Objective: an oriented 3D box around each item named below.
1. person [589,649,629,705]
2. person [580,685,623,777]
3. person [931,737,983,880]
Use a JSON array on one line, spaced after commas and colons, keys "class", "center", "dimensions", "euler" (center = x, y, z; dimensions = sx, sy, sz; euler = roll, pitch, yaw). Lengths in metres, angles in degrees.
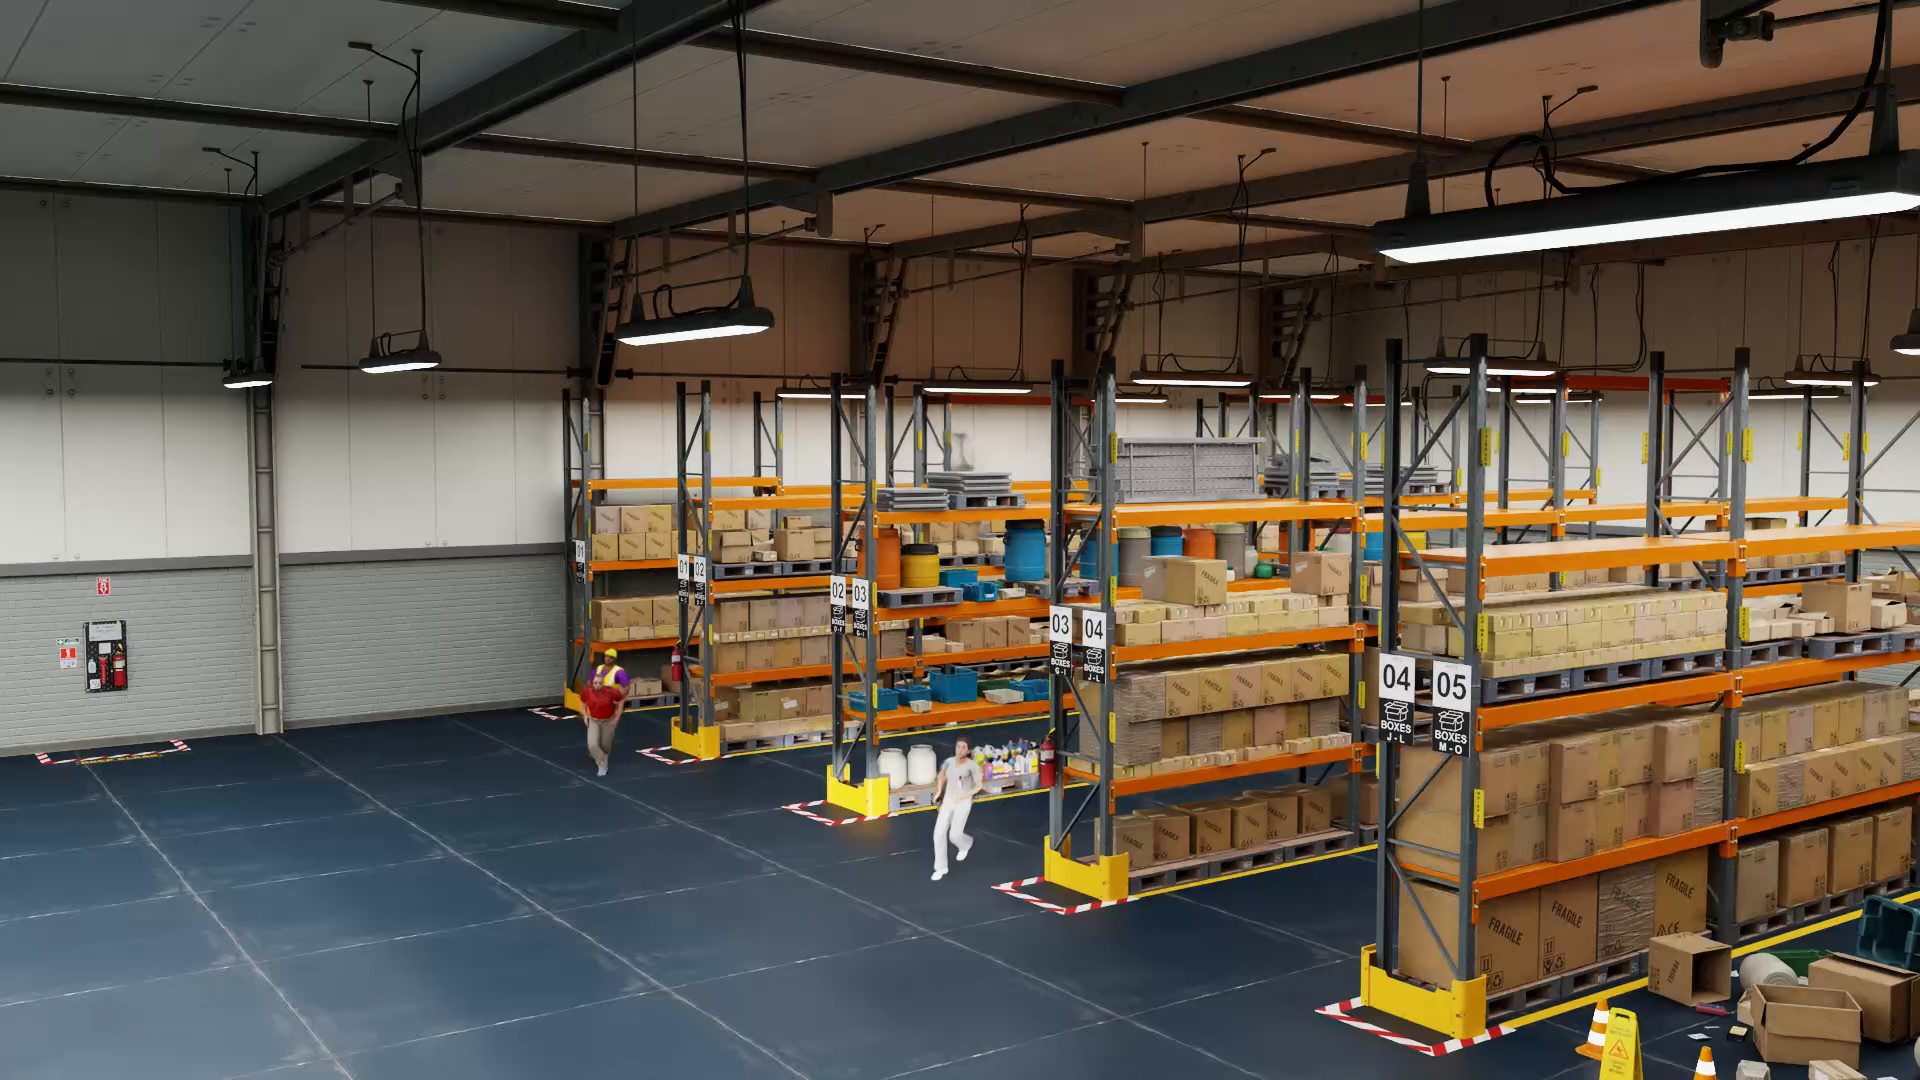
[{"class": "person", "center": [-5.685, 2.200, 26.734], "dimensions": [0.713, 0.909, 0.347], "euler": [1, 4, 21]}, {"class": "person", "center": [-5.418, 2.853, 25.311], "dimensions": [0.649, 1.471, 0.857], "euler": [0, 4, -1]}, {"class": "person", "center": [0.003, 3.116, 19.483], "dimensions": [0.598, 1.666, 0.799], "euler": [2, 4, 27]}]
